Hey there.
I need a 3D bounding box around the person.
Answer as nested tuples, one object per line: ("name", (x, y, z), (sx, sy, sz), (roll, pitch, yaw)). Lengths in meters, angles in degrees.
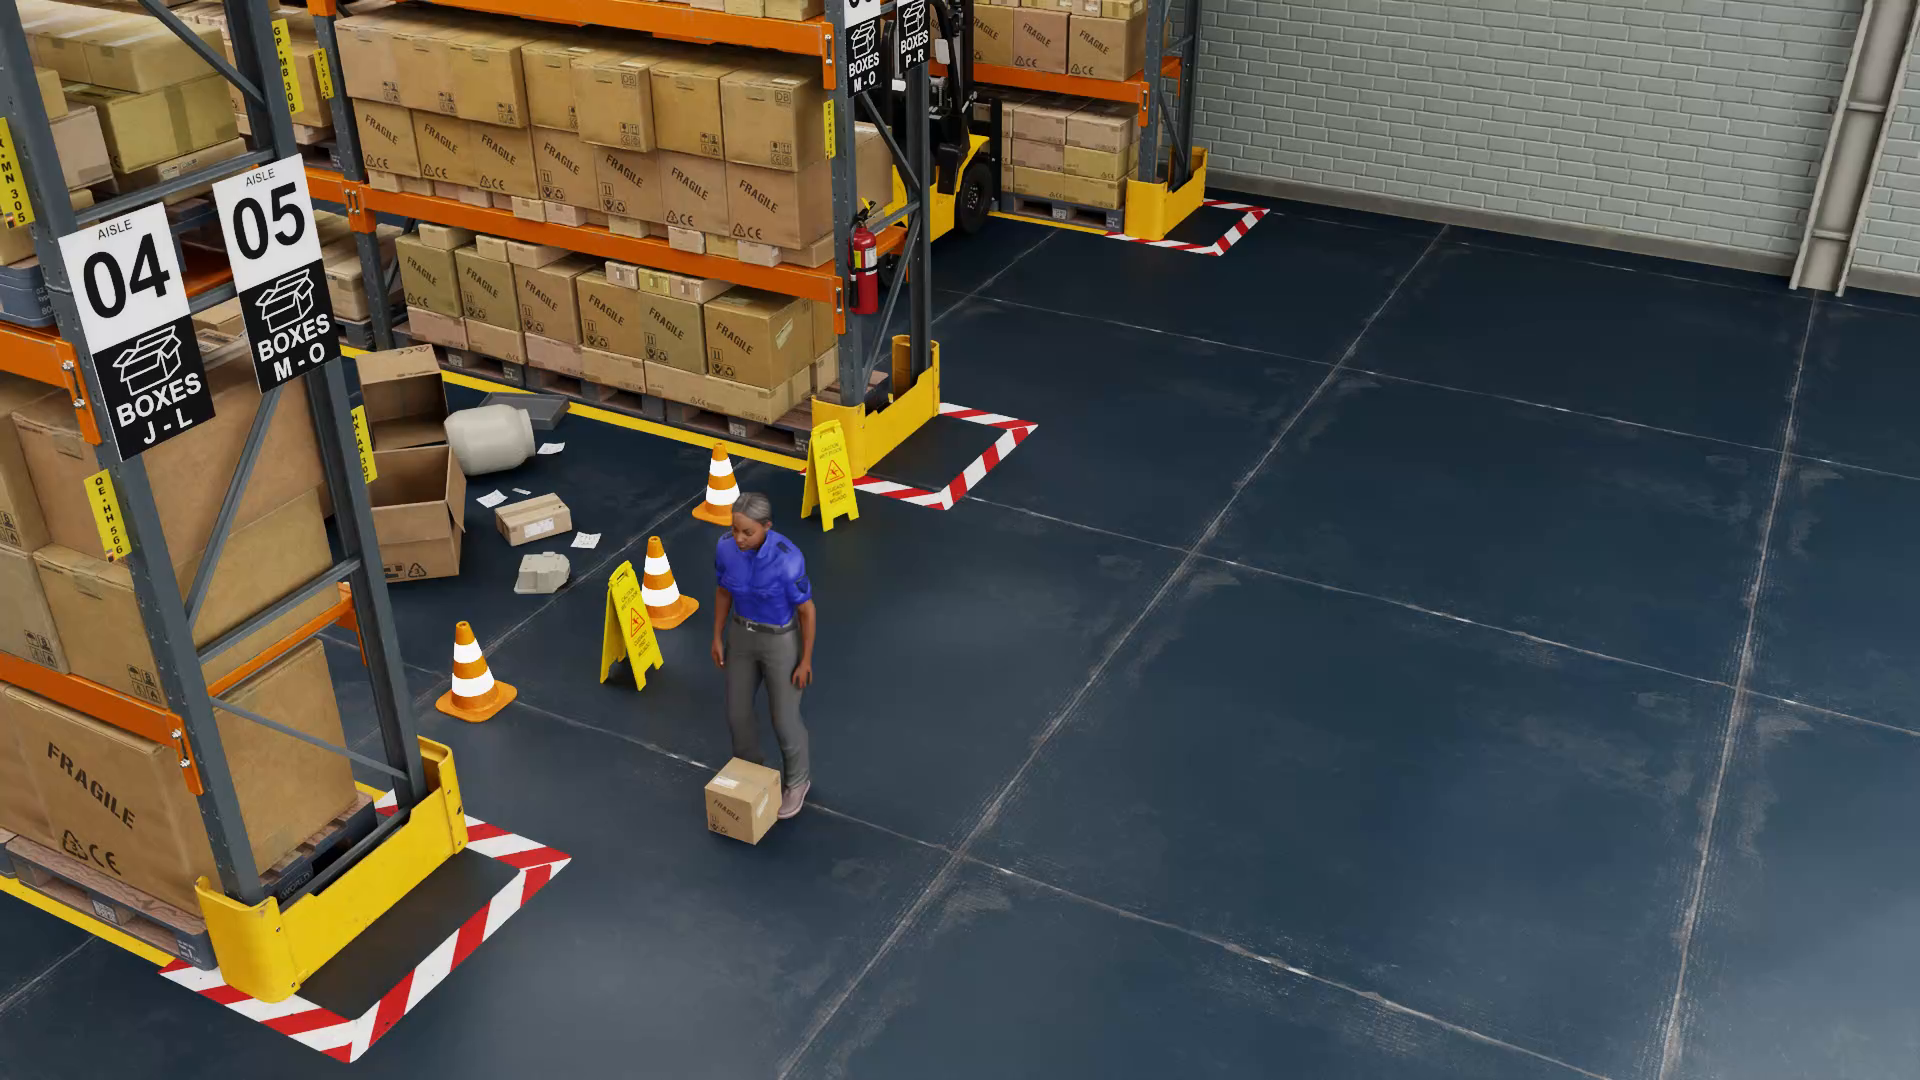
("person", (-0.889, 0.484, 7.457), (0.529, 1.656, 0.346), (13, 33, 21))
